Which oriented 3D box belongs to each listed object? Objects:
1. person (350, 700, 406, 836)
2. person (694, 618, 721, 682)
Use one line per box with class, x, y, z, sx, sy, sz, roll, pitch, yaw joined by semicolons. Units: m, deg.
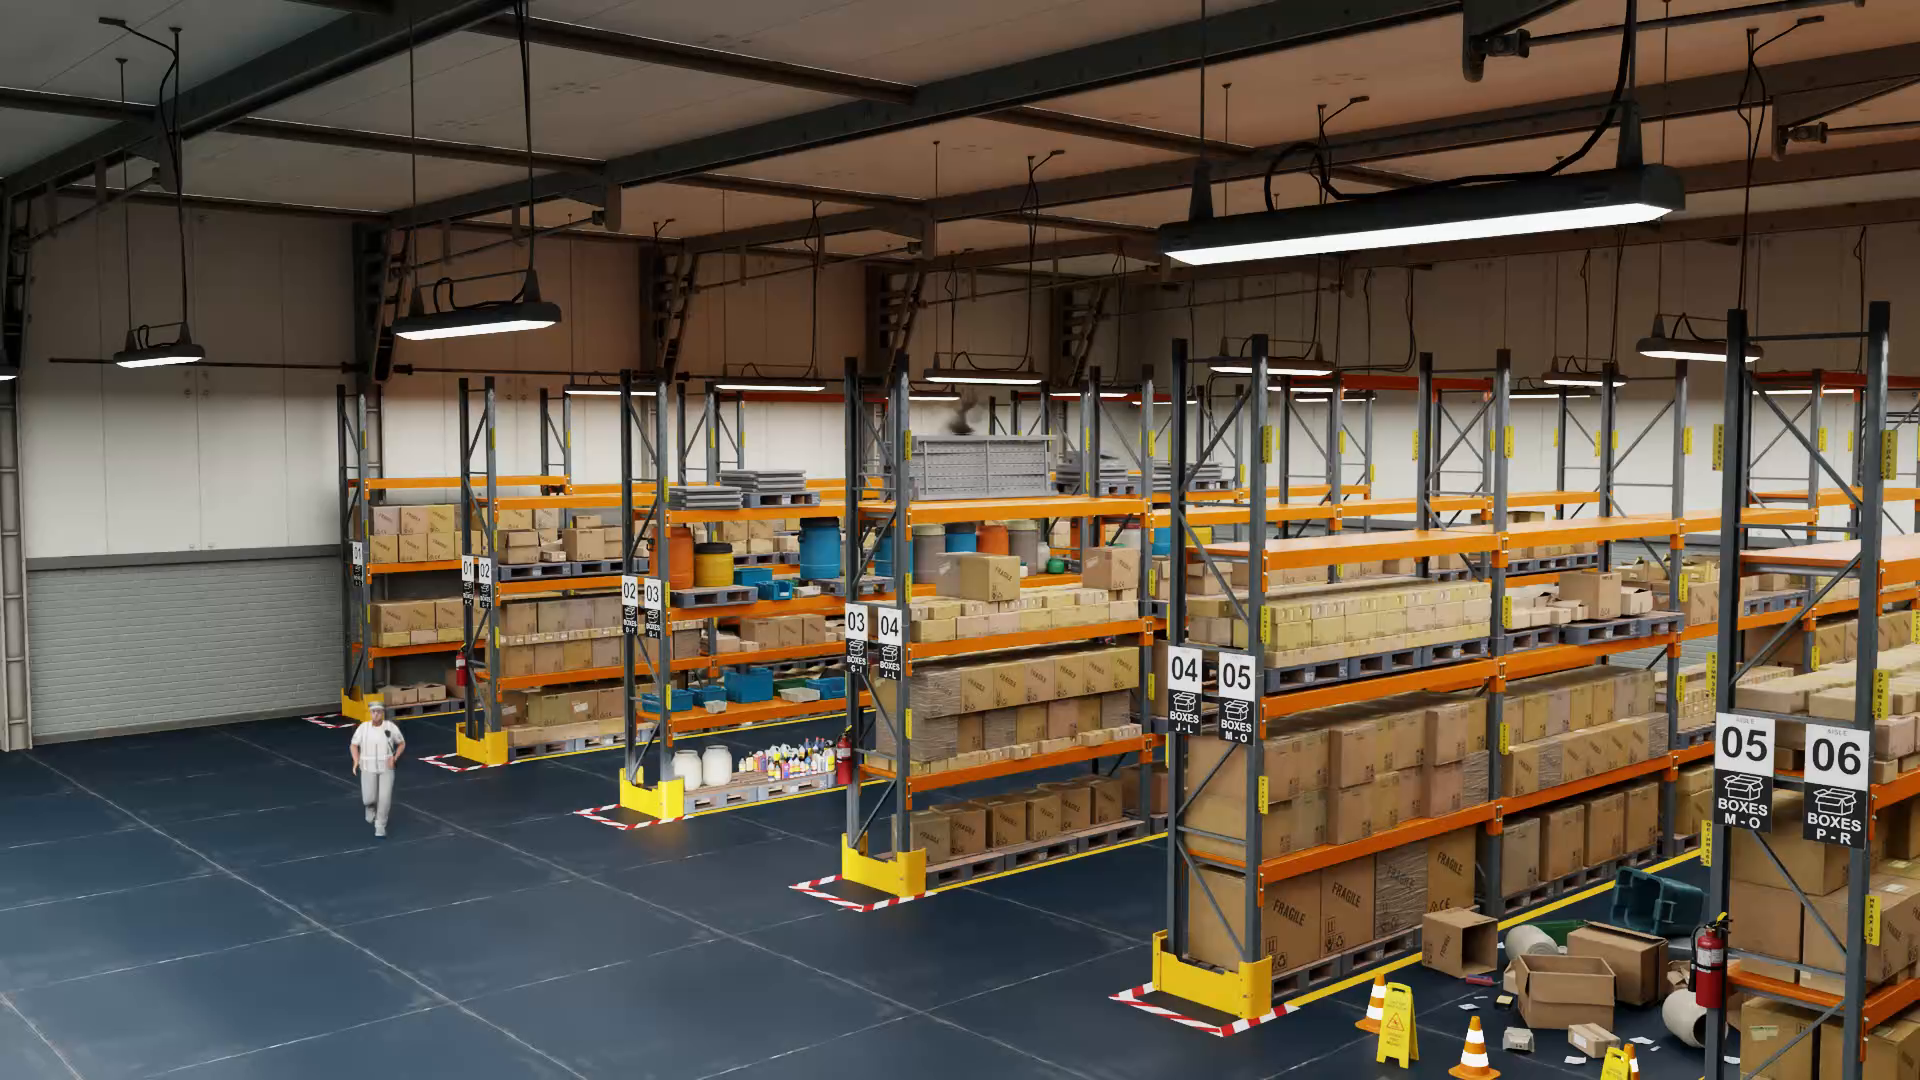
person;-7.455;2.906;21.290;0.662;1.731;0.592;-1;4;-17
person;-4.605;2.281;30.770;0.606;1.801;0.839;3;5;39
